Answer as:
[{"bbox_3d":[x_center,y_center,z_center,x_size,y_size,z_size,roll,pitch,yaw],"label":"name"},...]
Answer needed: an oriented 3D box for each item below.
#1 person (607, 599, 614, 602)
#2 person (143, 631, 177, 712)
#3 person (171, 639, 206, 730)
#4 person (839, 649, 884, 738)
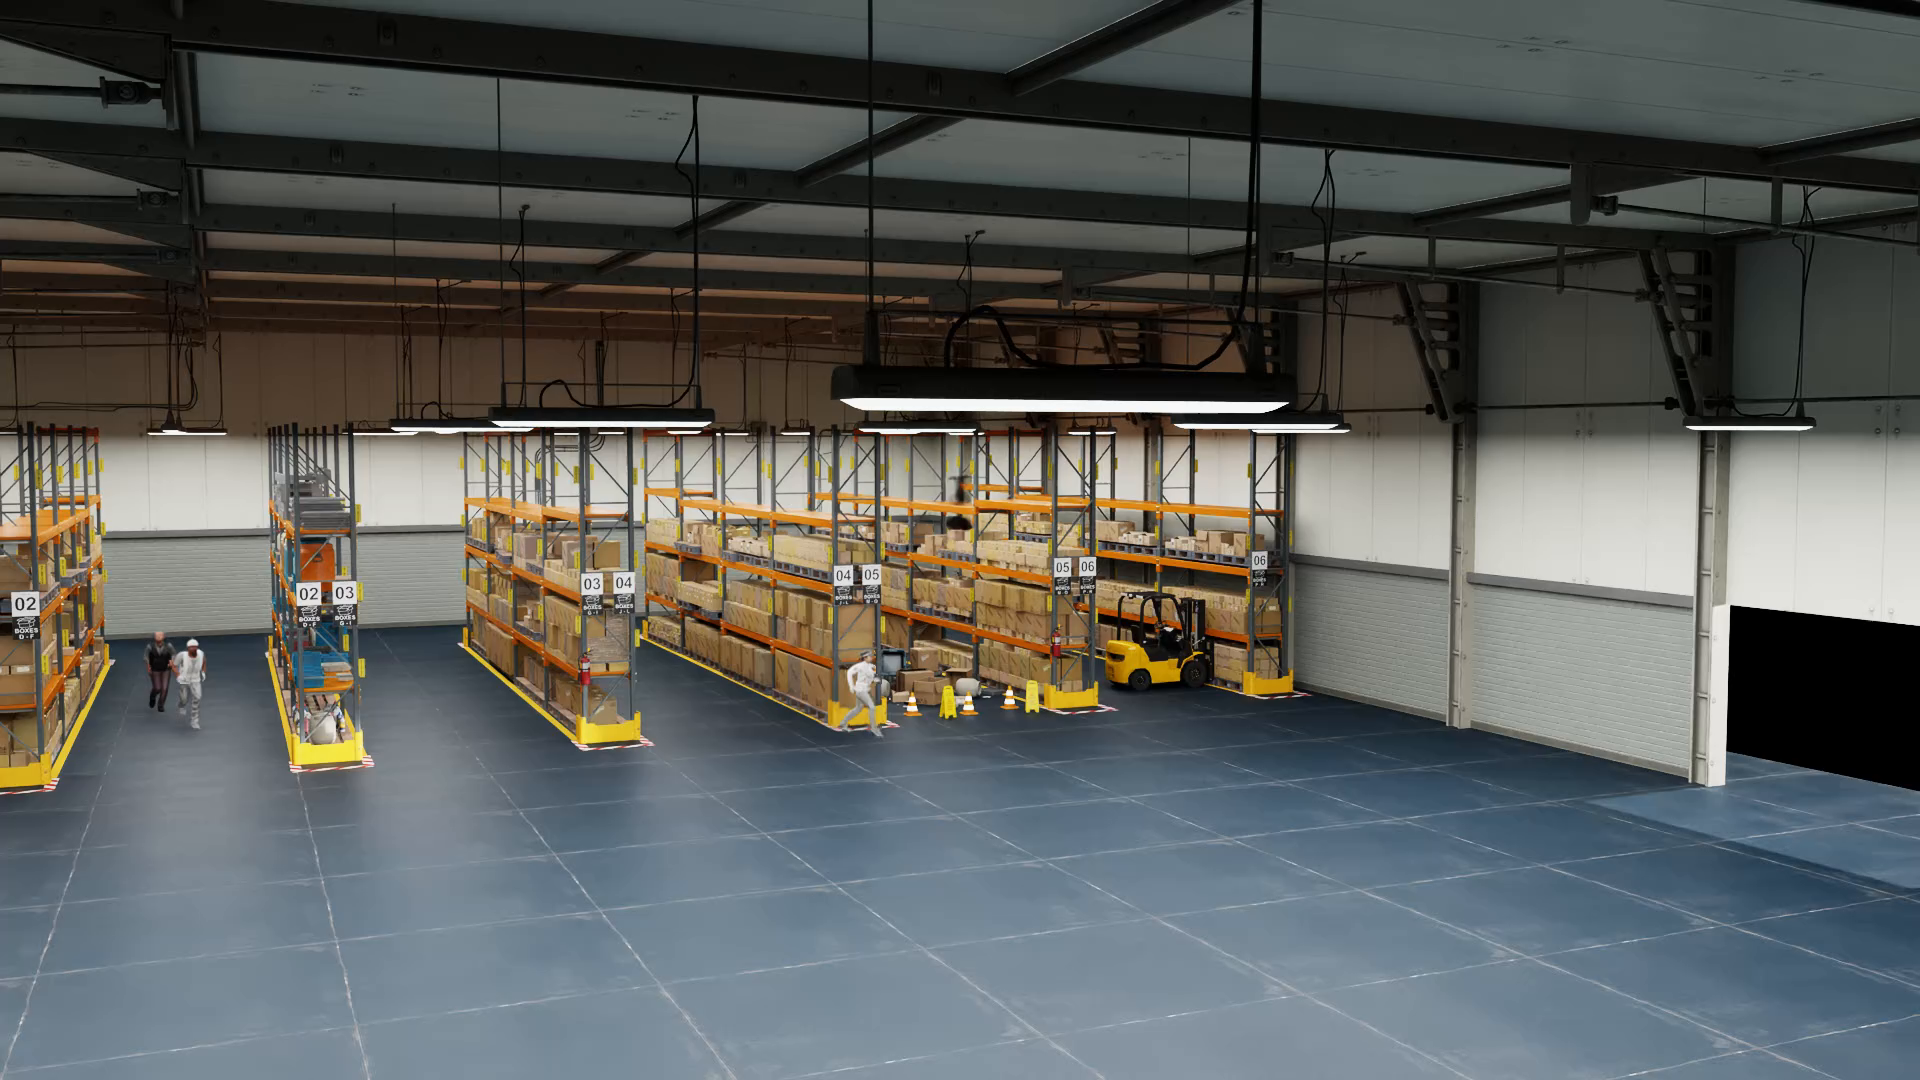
[{"bbox_3d":[-9.927,1.963,47.433,0.738,1.757,0.896,0,3,-4],"label":"person"},{"bbox_3d":[-16.752,2.754,34.862,0.652,1.693,0.607,-2,4,-31],"label":"person"},{"bbox_3d":[-15.320,2.839,33.053,0.680,1.770,1.083,-3,4,-39],"label":"person"},{"bbox_3d":[-1.895,2.937,31.904,0.928,1.721,0.634,1,4,19],"label":"person"}]
